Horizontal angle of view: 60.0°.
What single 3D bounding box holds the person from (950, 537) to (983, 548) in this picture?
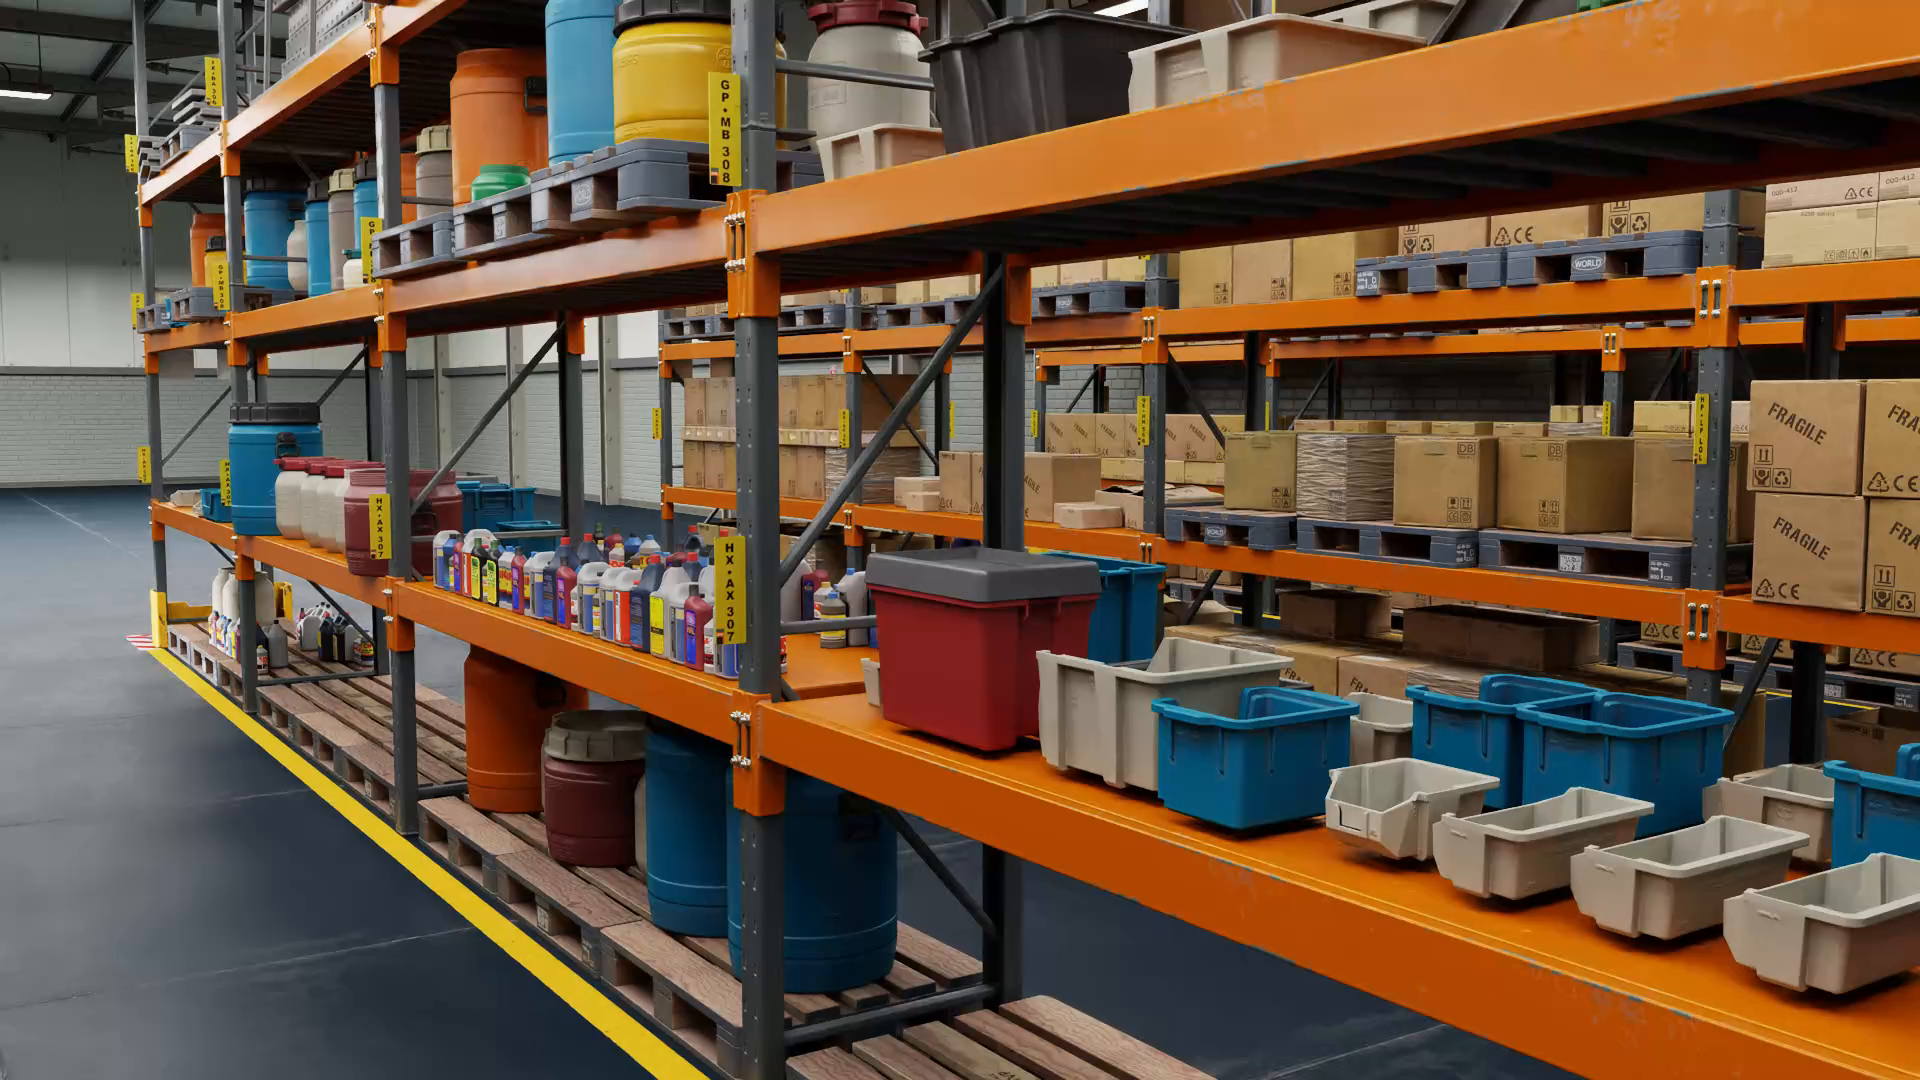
[{"bbox_3d":[0.012,-0.010,16.740,0.535,1.653,0.373,-3,6,-35],"label":"person"}]
